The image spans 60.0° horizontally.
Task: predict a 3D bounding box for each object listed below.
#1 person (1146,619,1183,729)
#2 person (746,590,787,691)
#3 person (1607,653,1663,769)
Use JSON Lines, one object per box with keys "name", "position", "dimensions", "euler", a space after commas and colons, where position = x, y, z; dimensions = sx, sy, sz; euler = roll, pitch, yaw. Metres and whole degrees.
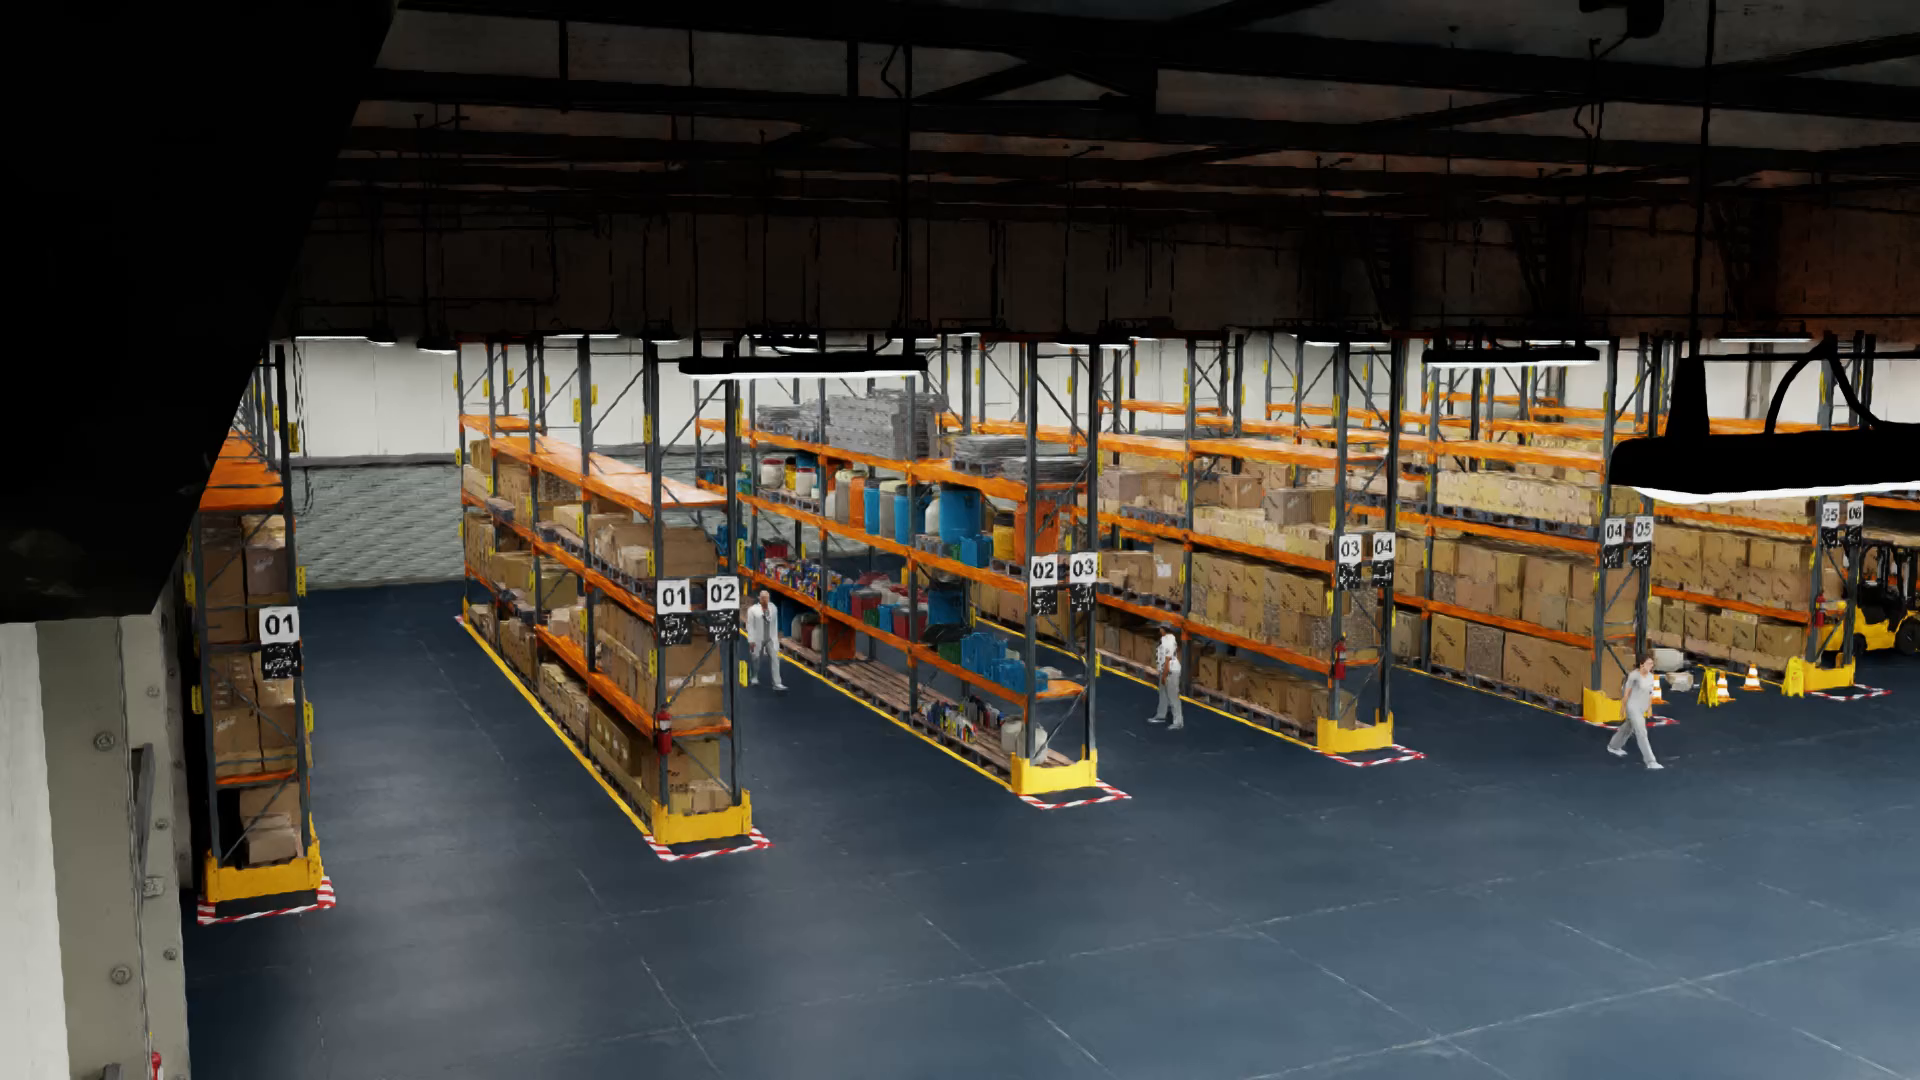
{"name": "person", "position": [3.174, 2.047, 25.668], "dimensions": [0.556, 1.659, 0.597], "euler": [0, 8, 4]}
{"name": "person", "position": [-3.325, 1.678, 28.200], "dimensions": [0.598, 1.698, 1.194], "euler": [-3, 8, -22]}
{"name": "person", "position": [9.614, 2.369, 23.501], "dimensions": [0.445, 1.591, 1.110], "euler": [-4, 9, -26]}
